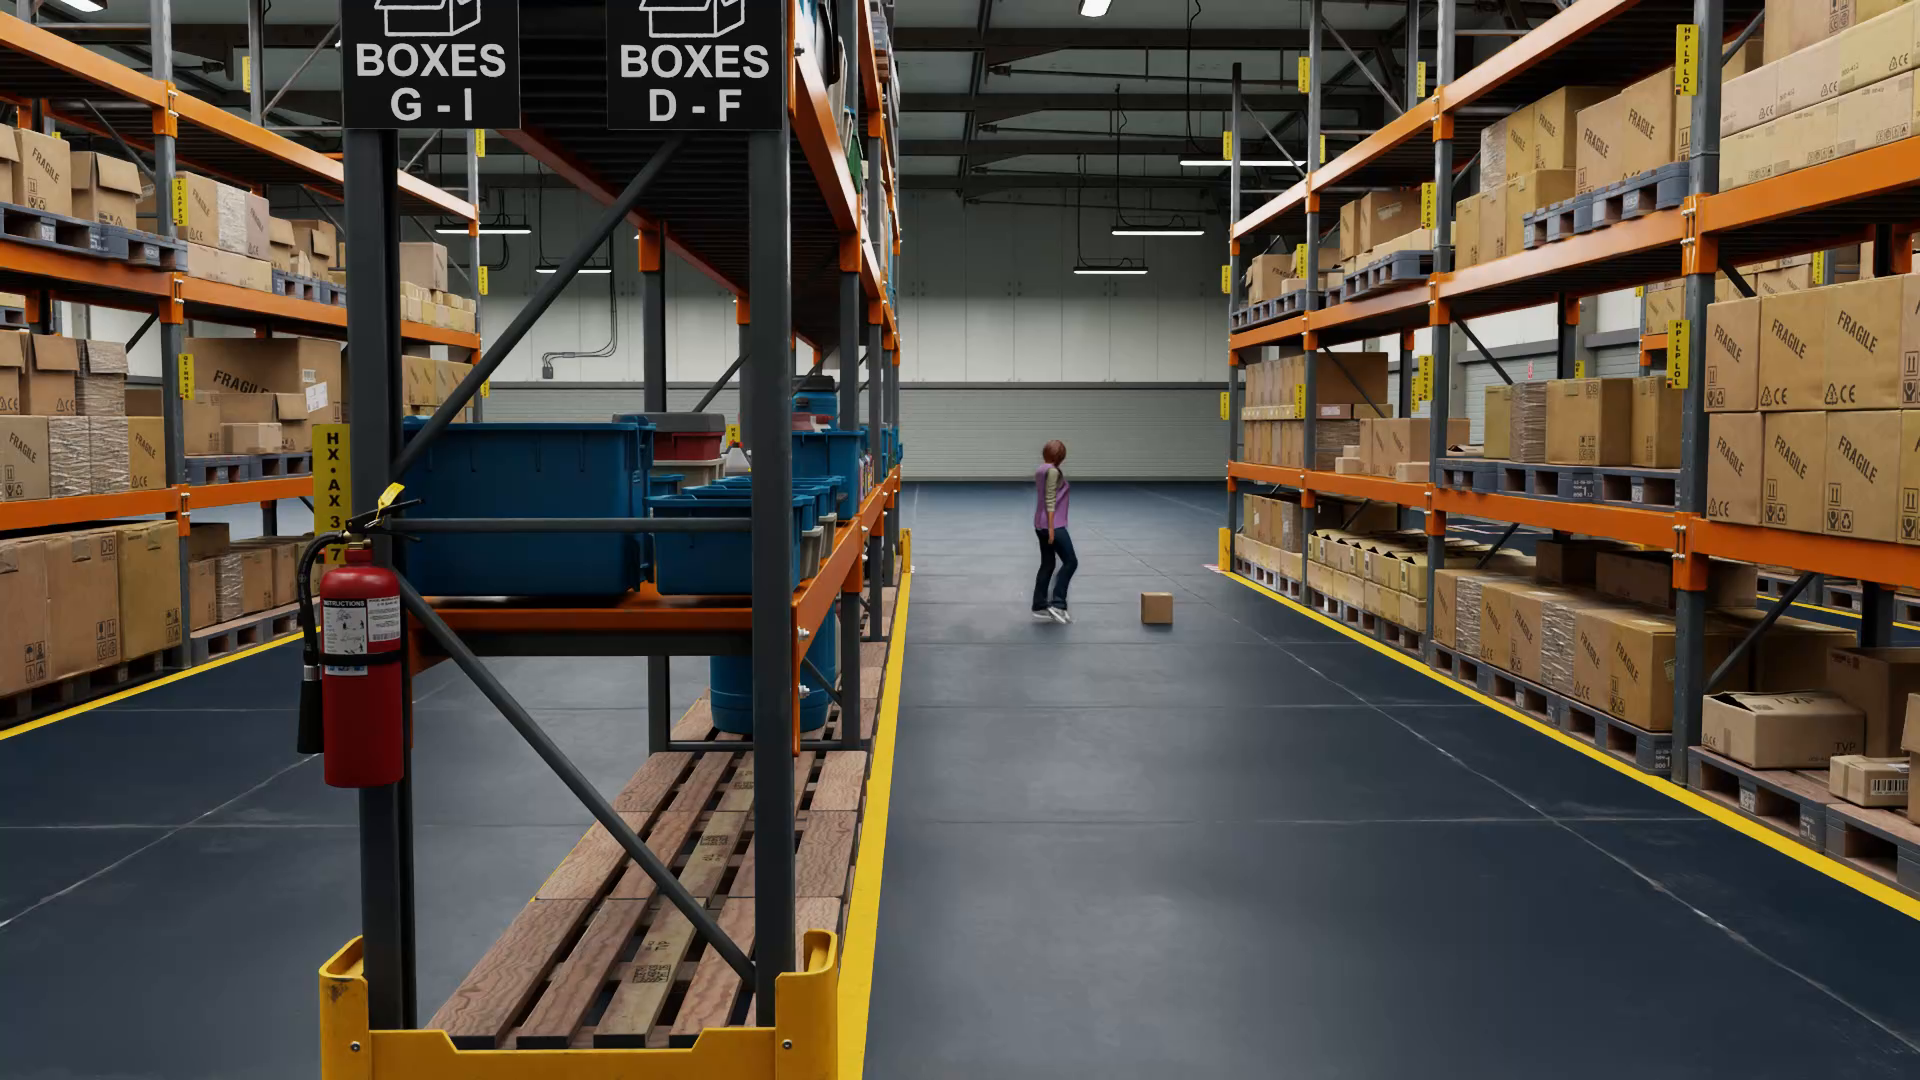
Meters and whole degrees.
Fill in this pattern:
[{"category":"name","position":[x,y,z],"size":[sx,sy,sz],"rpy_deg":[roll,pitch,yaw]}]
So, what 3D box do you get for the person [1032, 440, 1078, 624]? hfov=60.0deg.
[{"category":"person","position":[0.823,-0.054,14.718],"size":[0.370,1.637,0.453],"rpy_deg":[-1,4,-14]}]
